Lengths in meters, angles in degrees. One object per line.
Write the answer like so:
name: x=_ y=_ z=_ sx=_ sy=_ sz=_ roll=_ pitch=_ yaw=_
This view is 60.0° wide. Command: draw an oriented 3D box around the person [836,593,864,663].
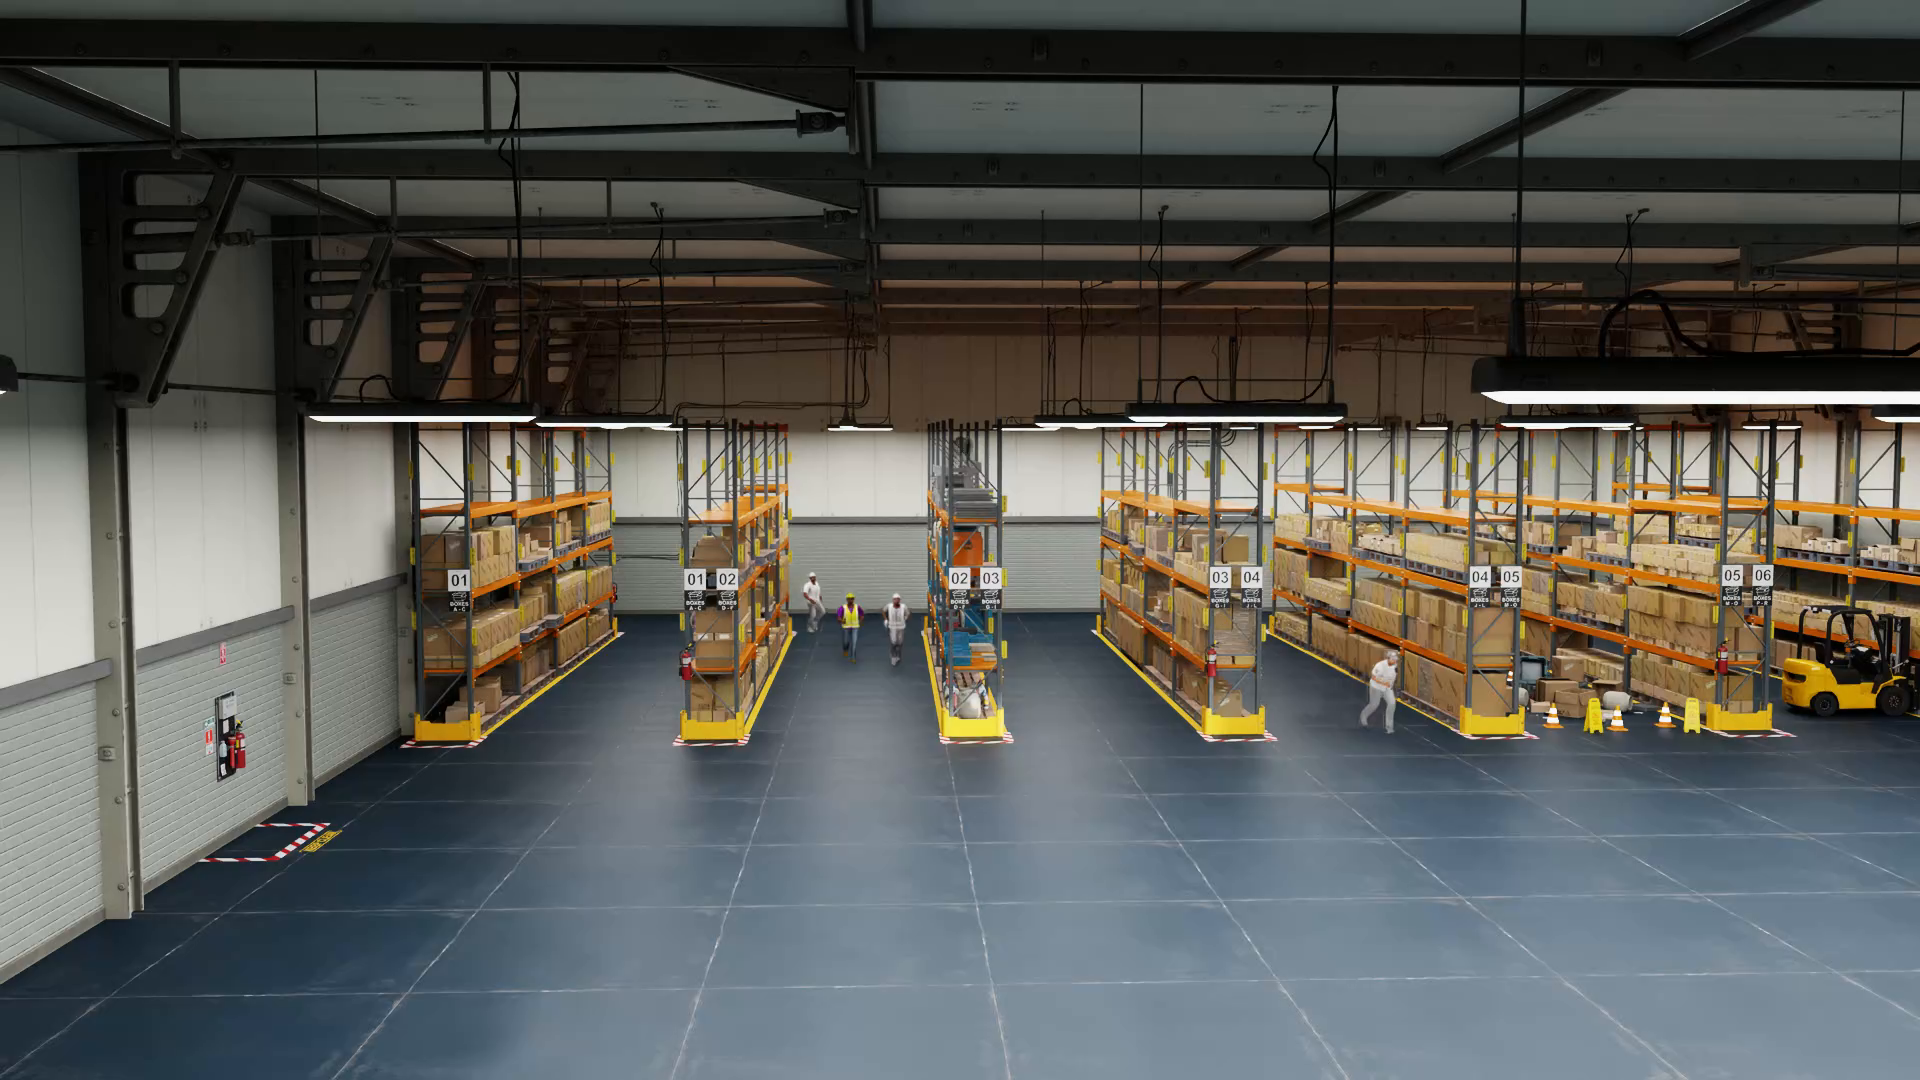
person: x=-2.731 y=2.198 z=41.586 sx=0.714 sy=1.733 sz=0.791 roll=-1 pitch=4 yaw=-10

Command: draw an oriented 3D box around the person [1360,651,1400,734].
person: x=8.096 y=2.910 z=32.038 sx=0.648 sy=1.627 sz=1.036 roll=-2 pitch=4 yaw=-27

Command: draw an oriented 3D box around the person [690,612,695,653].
person: x=-6.420 y=2.322 z=41.018 sx=0.544 sy=1.559 sz=0.676 roll=0 pitch=4 yaw=-7

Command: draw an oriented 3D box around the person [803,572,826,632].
person: x=-4.189 y=1.791 z=47.854 sx=0.592 sy=1.727 sz=0.720 roll=3 pitch=5 yaw=37

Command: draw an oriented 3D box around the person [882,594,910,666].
person: x=-1.565 y=2.222 z=41.094 sx=0.677 sy=1.813 sz=0.794 roll=0 pitch=4 yaw=-6
